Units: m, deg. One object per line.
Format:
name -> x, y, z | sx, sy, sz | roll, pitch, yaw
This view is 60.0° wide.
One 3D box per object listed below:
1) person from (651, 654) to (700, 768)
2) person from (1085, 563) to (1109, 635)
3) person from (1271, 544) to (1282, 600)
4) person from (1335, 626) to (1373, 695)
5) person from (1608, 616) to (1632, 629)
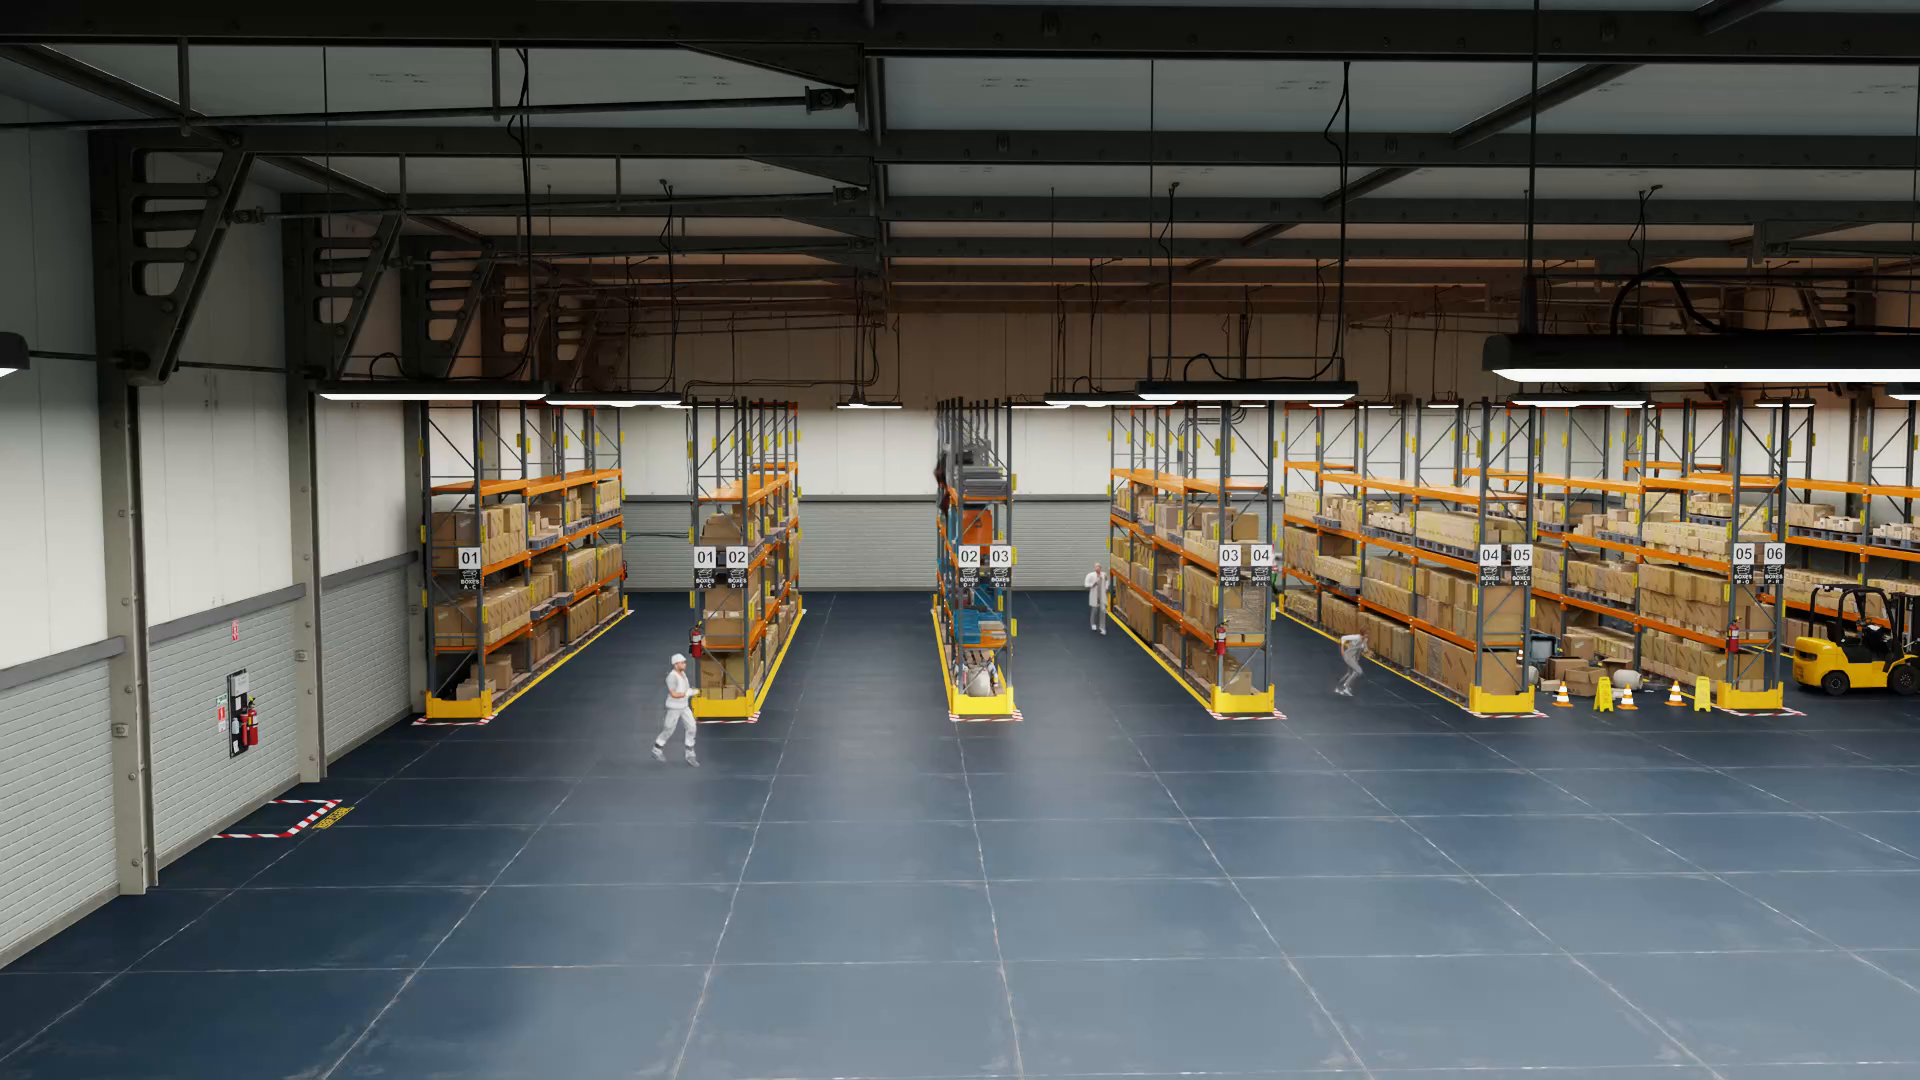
person -> -4.570, 2.747, 26.821 | 0.886, 1.840, 0.647 | 2, 5, 21
person -> 3.557, 1.497, 43.028 | 0.697, 1.828, 0.917 | -1, 4, -7
person -> 9.330, 0.997, 49.584 | 0.981, 1.814, 0.672 | -4, 6, -42
person -> 7.868, 2.428, 33.305 | 0.569, 1.424, 0.863 | -4, 6, -39
person -> 17.305, 1.485, 43.536 | 0.630, 1.811, 0.827 | -1, 4, -10
